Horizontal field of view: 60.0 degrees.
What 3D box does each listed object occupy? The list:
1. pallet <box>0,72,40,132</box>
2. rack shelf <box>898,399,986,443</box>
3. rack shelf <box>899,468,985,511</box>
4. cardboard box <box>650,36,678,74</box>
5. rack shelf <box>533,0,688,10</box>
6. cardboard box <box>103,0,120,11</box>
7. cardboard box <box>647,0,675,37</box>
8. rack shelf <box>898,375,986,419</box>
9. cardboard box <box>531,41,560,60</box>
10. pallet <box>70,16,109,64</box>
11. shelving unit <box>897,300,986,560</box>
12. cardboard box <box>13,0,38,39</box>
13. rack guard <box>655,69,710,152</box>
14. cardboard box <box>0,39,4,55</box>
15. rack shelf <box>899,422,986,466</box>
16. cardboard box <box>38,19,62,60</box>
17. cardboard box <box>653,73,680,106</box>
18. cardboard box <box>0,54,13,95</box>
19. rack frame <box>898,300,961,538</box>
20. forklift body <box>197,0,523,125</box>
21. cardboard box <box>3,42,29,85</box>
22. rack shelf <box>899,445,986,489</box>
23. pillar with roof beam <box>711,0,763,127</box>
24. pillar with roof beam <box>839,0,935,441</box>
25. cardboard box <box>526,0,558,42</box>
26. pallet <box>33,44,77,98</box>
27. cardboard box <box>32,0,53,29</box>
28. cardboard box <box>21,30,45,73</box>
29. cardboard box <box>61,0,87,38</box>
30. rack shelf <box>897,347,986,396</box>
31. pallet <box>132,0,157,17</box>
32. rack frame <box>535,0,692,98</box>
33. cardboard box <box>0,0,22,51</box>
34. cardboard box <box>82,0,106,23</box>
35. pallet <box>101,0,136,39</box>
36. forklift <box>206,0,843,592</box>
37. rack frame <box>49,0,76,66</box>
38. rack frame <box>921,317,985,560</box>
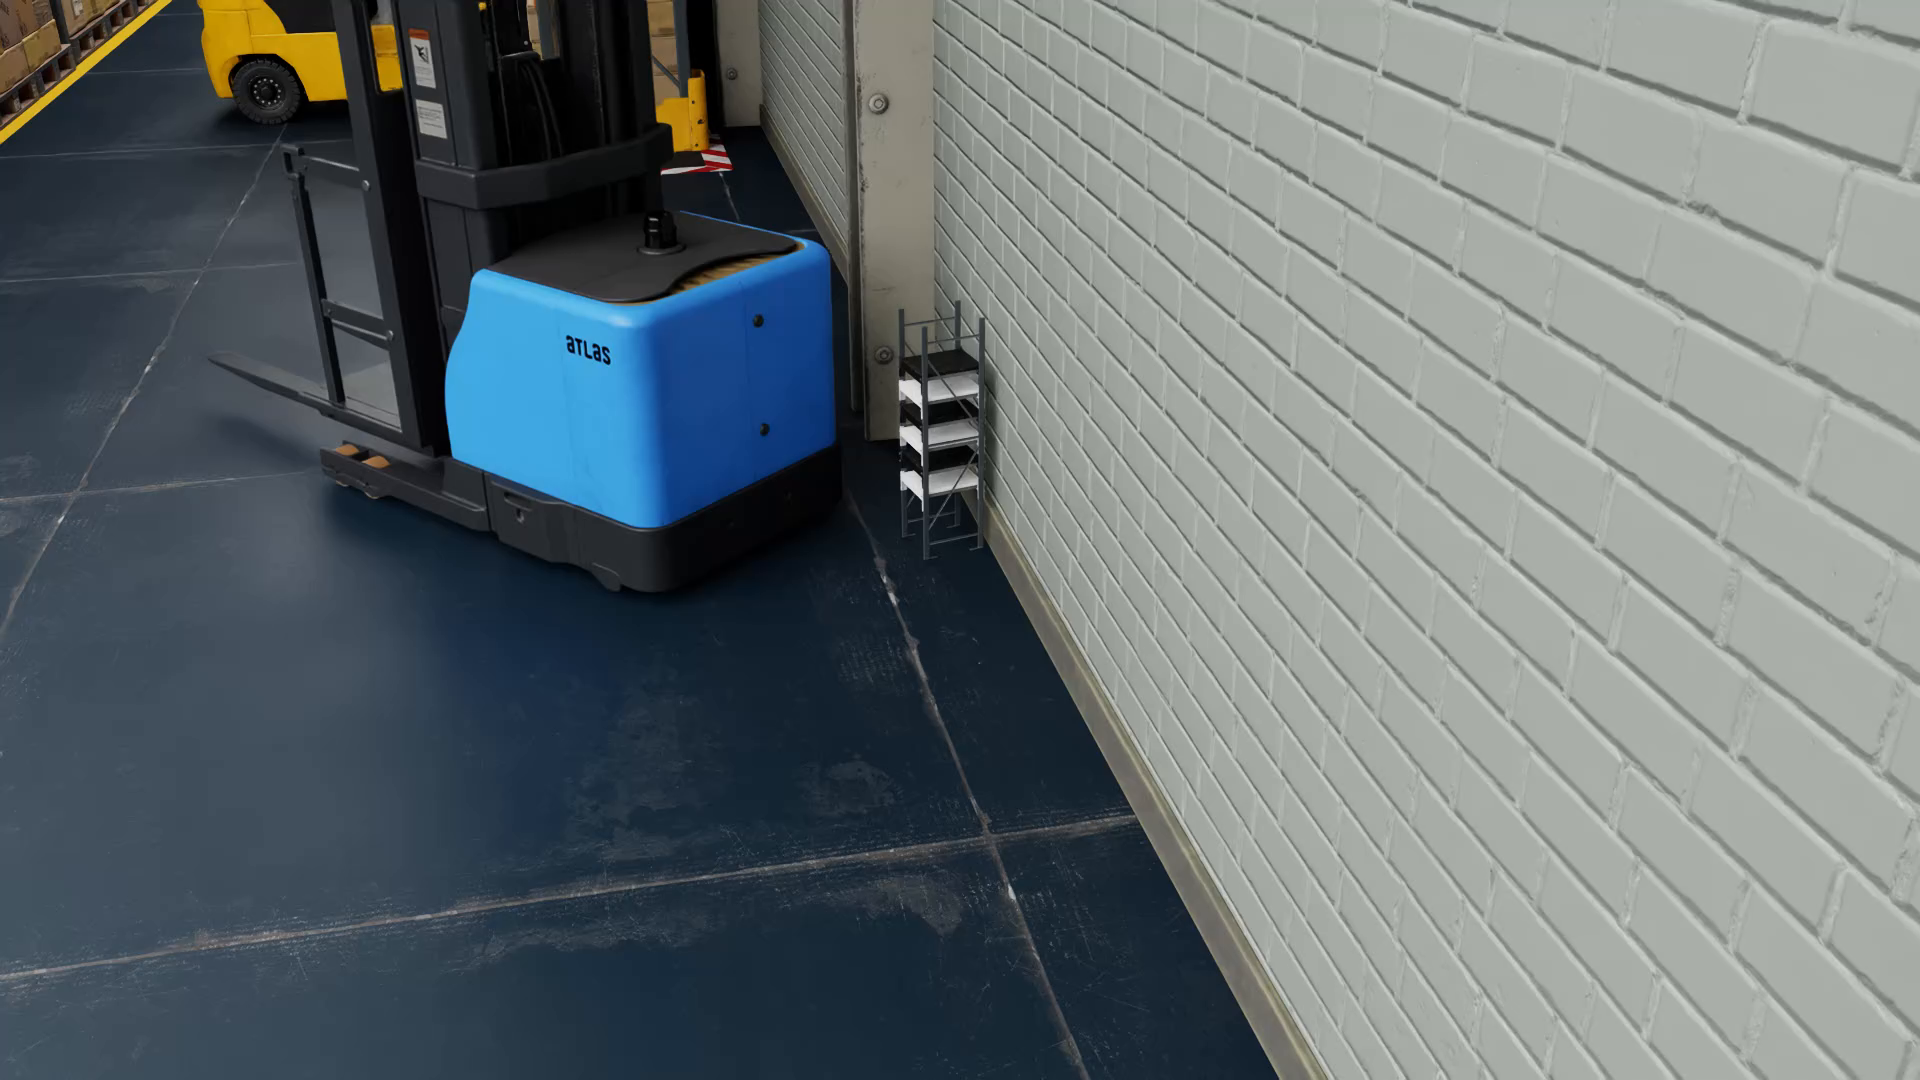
[{"bbox_3d":[-7.637,-3.278,12.511,1.003,0.211,1.213,-6,27,-12],"label":"pallet"},{"bbox_3d":[-0.065,-0.443,6.002,0.258,0.077,0.200,-12,29,-22],"label":"rack shelf"},{"bbox_3d":[-0.065,-0.202,6.124,0.258,0.077,0.200,-12,29,-22],"label":"rack shelf"},{"bbox_3d":[-2.268,-3.511,11.908,0.500,0.250,0.500,-5,27,-11],"label":"cardboard box"},{"bbox_3d":[-2.815,-4.657,12.947,1.077,0.370,4.000,-6,27,-12],"label":"rack shelf"},{"bbox_3d":[-8.545,-5.216,15.705,0.950,0.372,0.625,-5,27,-10],"label":"cardboard box"},{"bbox_3d":[-2.288,-3.737,11.801,0.500,0.250,0.500,-6,27,-12],"label":"cardboard box"},{"bbox_3d":[-0.065,-0.523,5.962,0.258,0.077,0.200,-12,29,-22],"label":"rack shelf"},{"bbox_3d":[-2.779,-3.466,11.818,0.500,0.250,0.500,-6,27,-12],"label":"cardboard box"},{"bbox_3d":[-8.278,-4.448,14.828,1.003,0.211,1.213,-6,27,-12],"label":"pallet"},{"bbox_3d":[-0.065,-0.392,6.028,0.258,0.900,0.210,-12,29,-22],"label":"shelving unit"},{"bbox_3d":[-7.590,-4.190,12.976,0.500,0.500,0.500,-5,27,-11],"label":"cardboard box"},{"bbox_3d":[-2.359,-2.974,11.588,1.175,0.500,0.348,-6,27,-12],"label":"rack guard"},{"bbox_3d":[-7.345,-3.732,12.069,0.500,0.500,0.500,-5,27,-11],"label":"cardboard box"},{"bbox_3d":[-0.065,-0.362,6.043,0.258,0.077,0.200,-12,29,-22],"label":"rack shelf"},{"bbox_3d":[-7.706,-4.079,13.587,0.500,0.250,0.500,-5,27,-9],"label":"cardboard box"},{"bbox_3d":[-2.284,-3.296,12.037,0.500,0.250,0.500,-6,27,-11],"label":"cardboard box"},{"bbox_3d":[-7.355,-3.400,12.243,0.500,0.250,0.500,-4,27,-8],"label":"cardboard box"},{"bbox_3d":[-0.108,-0.434,6.110,0.240,0.900,0.006,-12,29,-22],"label":"rack frame"},{"bbox_3d":[-4.569,-4.369,12.519,2.313,2.155,1.214,-6,27,-12],"label":"forklift body"},{"bbox_3d":[-7.466,-3.622,12.683,0.500,0.250,0.500,-6,27,-11],"label":"cardboard box"},{"bbox_3d":[-0.065,-0.282,6.084,0.258,0.077,0.200,-12,29,-22],"label":"rack shelf"},{"bbox_3d":[-5.837,-6.739,9.614,9.100,9.000,0.400,-6,27,-12],"label":"pillar with roof beam"},{"bbox_3d":[-4.485,-4.105,4.396,9.100,9.000,0.400,-6,27,-12],"label":"pillar with roof beam"},{"bbox_3d":[-2.772,-3.677,11.683,0.500,0.250,0.500,-5,27,-10],"label":"cardboard box"},{"bbox_3d":[-7.915,-3.815,13.574,1.003,0.211,1.213,-6,27,-12],"label":"pallet"},{"bbox_3d":[-7.706,-4.413,13.418,0.500,0.500,0.500,-6,27,-12],"label":"cardboard box"},{"bbox_3d":[-7.576,-3.846,13.126,0.500,0.250,0.500,-7,28,-13],"label":"cardboard box"},{"bbox_3d":[-8.221,-4.595,14.476,0.950,0.372,0.625,-6,27,-11],"label":"cardboard box"},{"bbox_3d":[-0.065,-0.603,5.921,0.258,0.077,0.200,-12,29,-22],"label":"rack shelf"},{"bbox_3d":[-8.828,-5.519,16.950,1.003,0.211,1.213,-6,27,-12],"label":"pallet"},{"bbox_3d":[-2.364,-4.101,11.045,1.000,3.000,0.127,-6,27,-12],"label":"rack frame"},{"bbox_3d":[-7.474,-3.966,12.532,0.500,0.500,0.500,-5,27,-9],"label":"cardboard box"},{"bbox_3d":[-8.387,-4.911,15.100,0.950,0.372,0.625,-4,27,-8],"label":"cardboard box"},{"bbox_3d":[-8.556,-4.984,15.891,1.003,0.211,1.213,-6,27,-12],"label":"pallet"},{"bbox_3d":[-1.937,-1.641,6.249,3.031,2.935,1.130,19,32,32],"label":"forklift"},{"bbox_3d":[-8.101,-5.351,13.522,1.000,3.000,0.127,-6,27,-12],"label":"rack frame"},{"bbox_3d":[-0.023,-0.350,5.946,0.240,0.900,0.006,-12,29,-22],"label":"rack frame"}]
